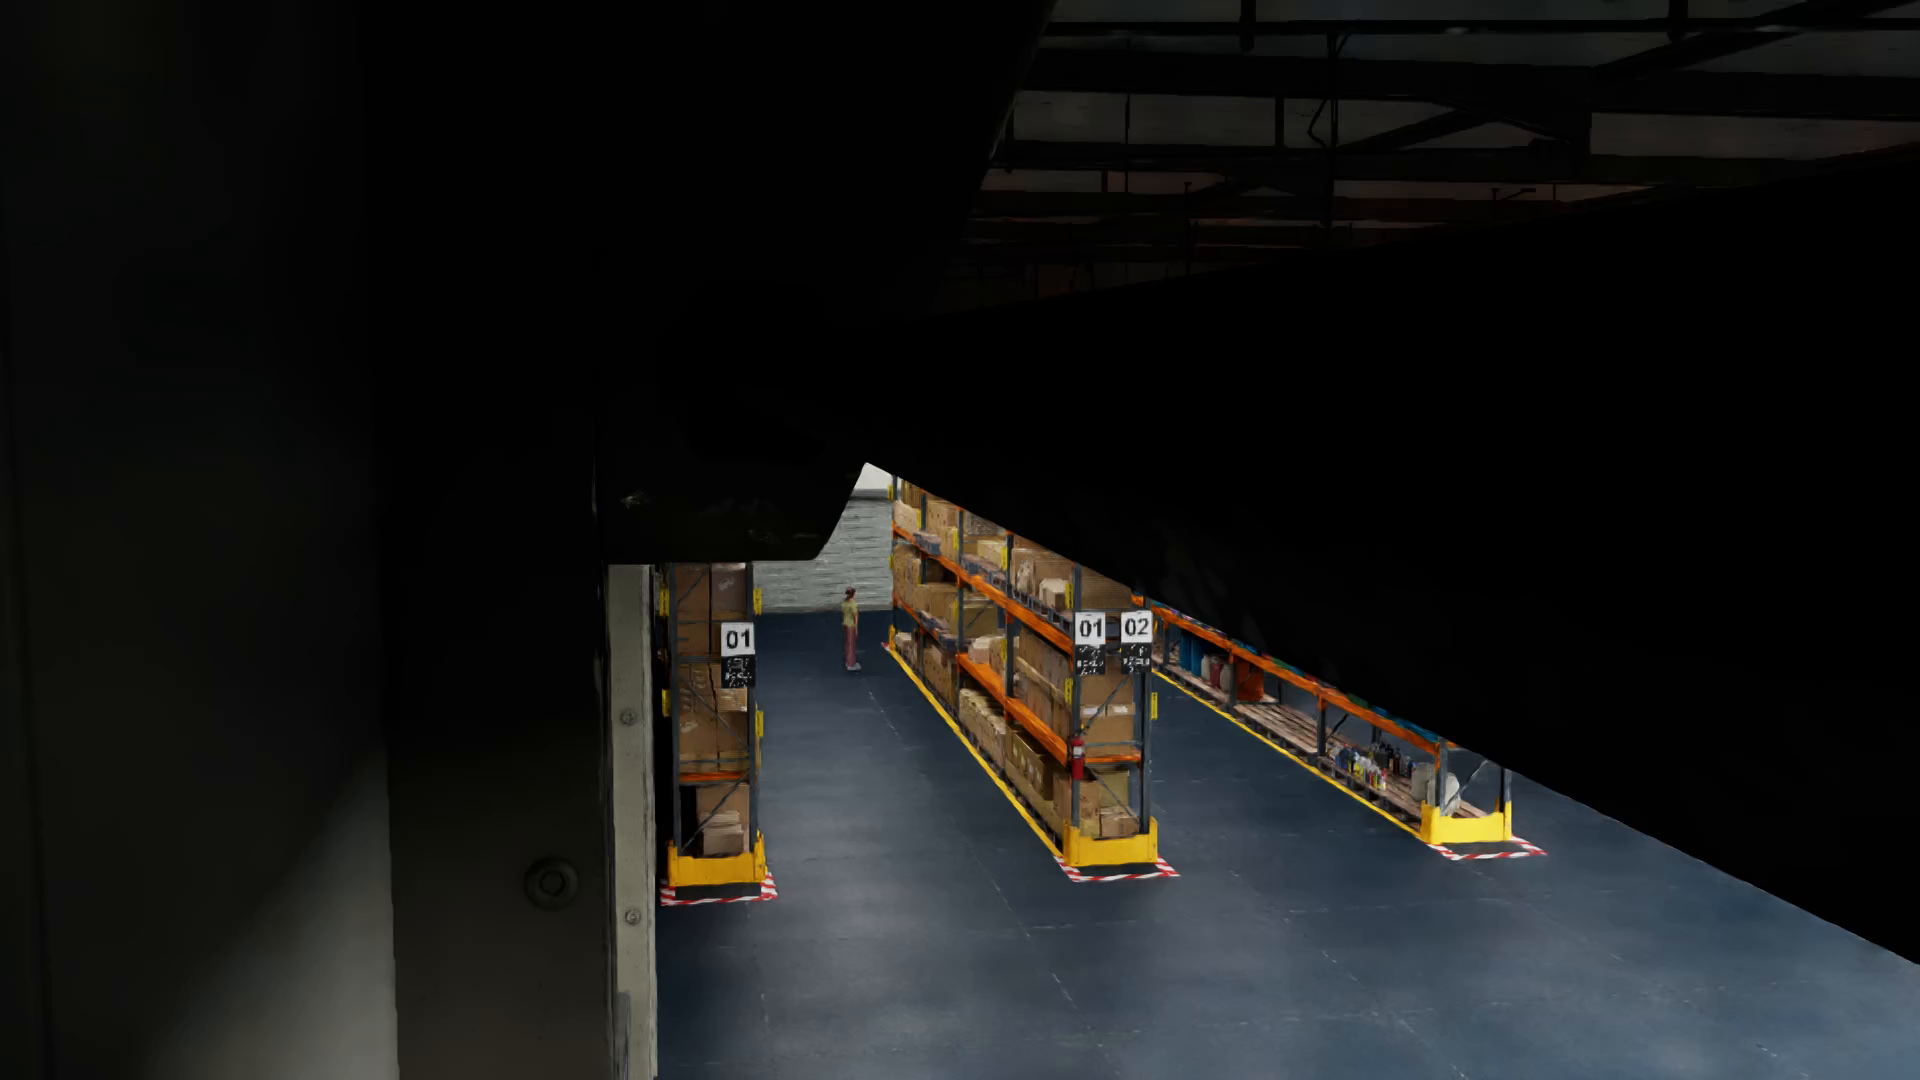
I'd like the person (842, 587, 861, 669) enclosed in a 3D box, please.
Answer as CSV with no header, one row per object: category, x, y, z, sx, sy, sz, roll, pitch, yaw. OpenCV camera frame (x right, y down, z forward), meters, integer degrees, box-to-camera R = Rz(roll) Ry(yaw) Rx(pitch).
person,-2.209,1.793,34.178,0.441,1.675,0.498,-5,8,-40
